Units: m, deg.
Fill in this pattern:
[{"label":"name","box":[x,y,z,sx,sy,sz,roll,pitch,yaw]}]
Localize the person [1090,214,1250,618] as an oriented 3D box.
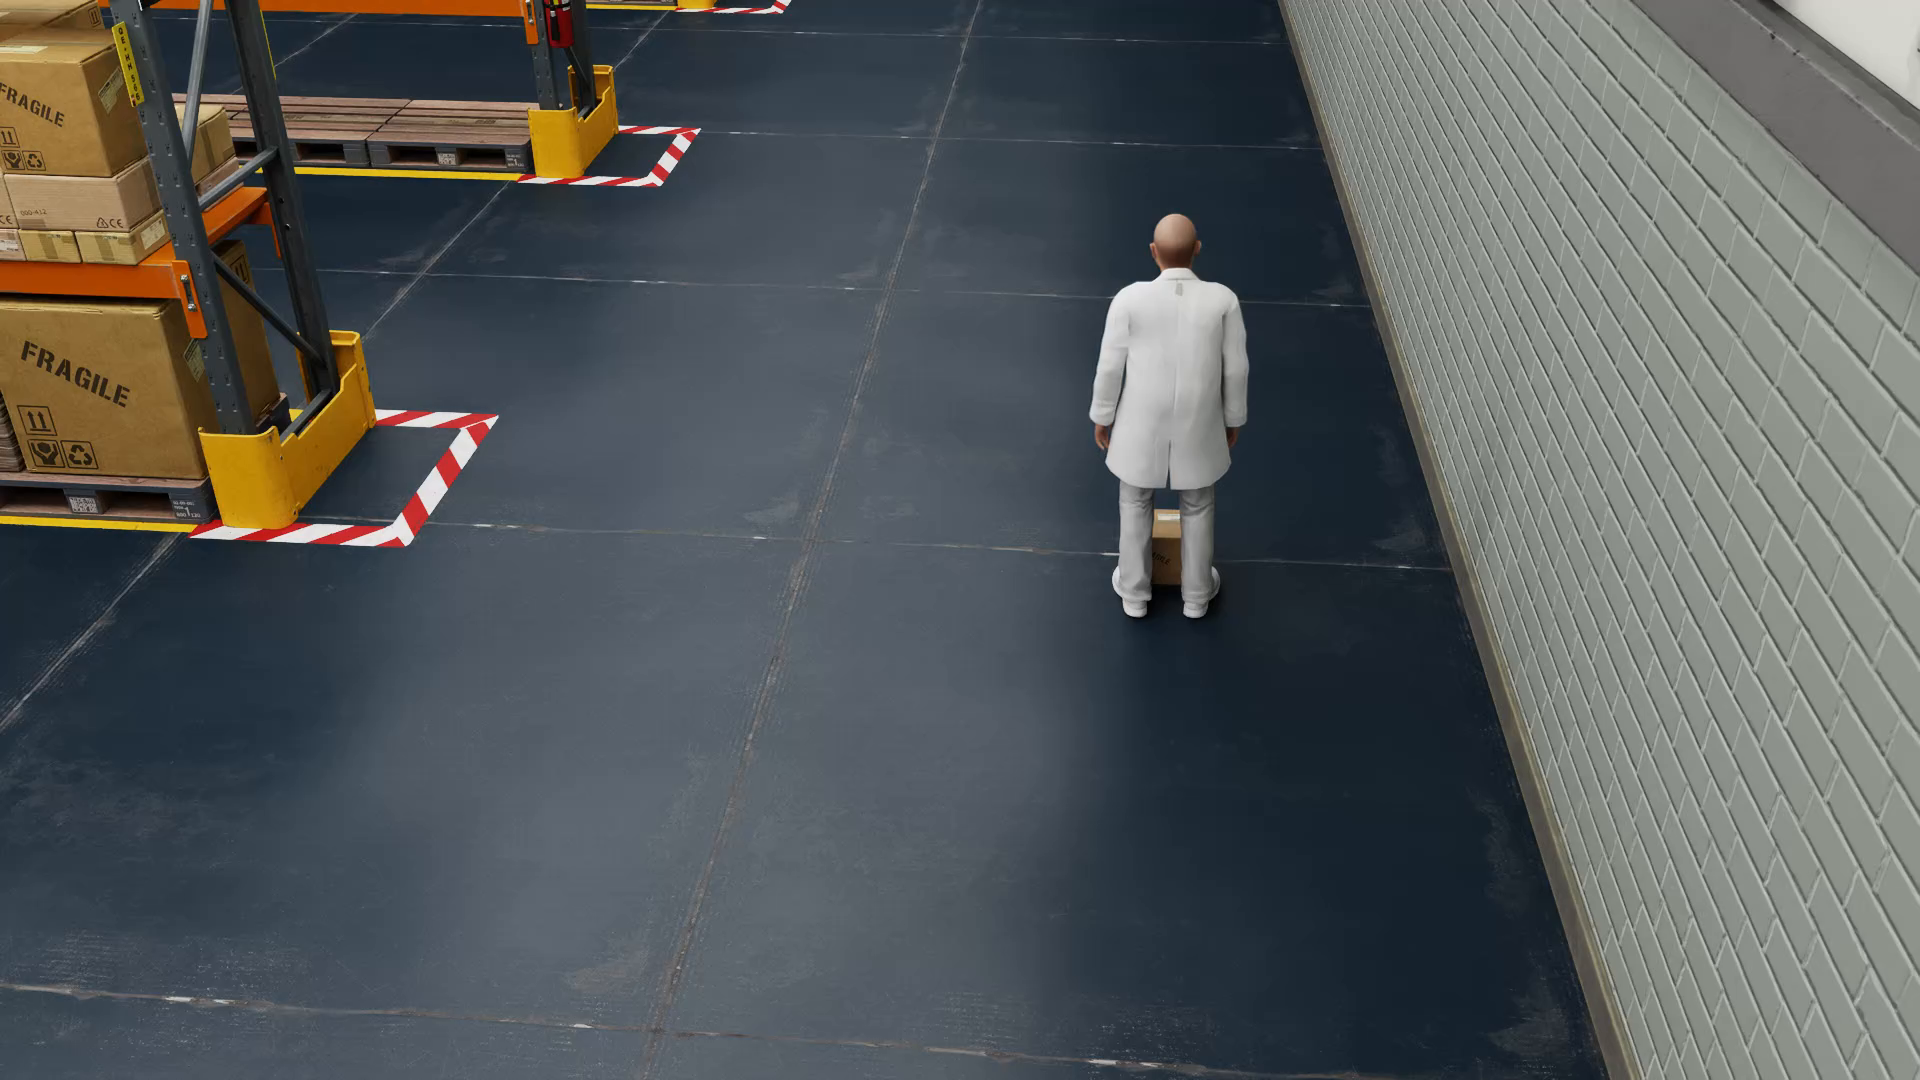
[{"label":"person","box":[0.870,-0.490,6.948,0.655,1.774,0.415,2,32,3]}]
